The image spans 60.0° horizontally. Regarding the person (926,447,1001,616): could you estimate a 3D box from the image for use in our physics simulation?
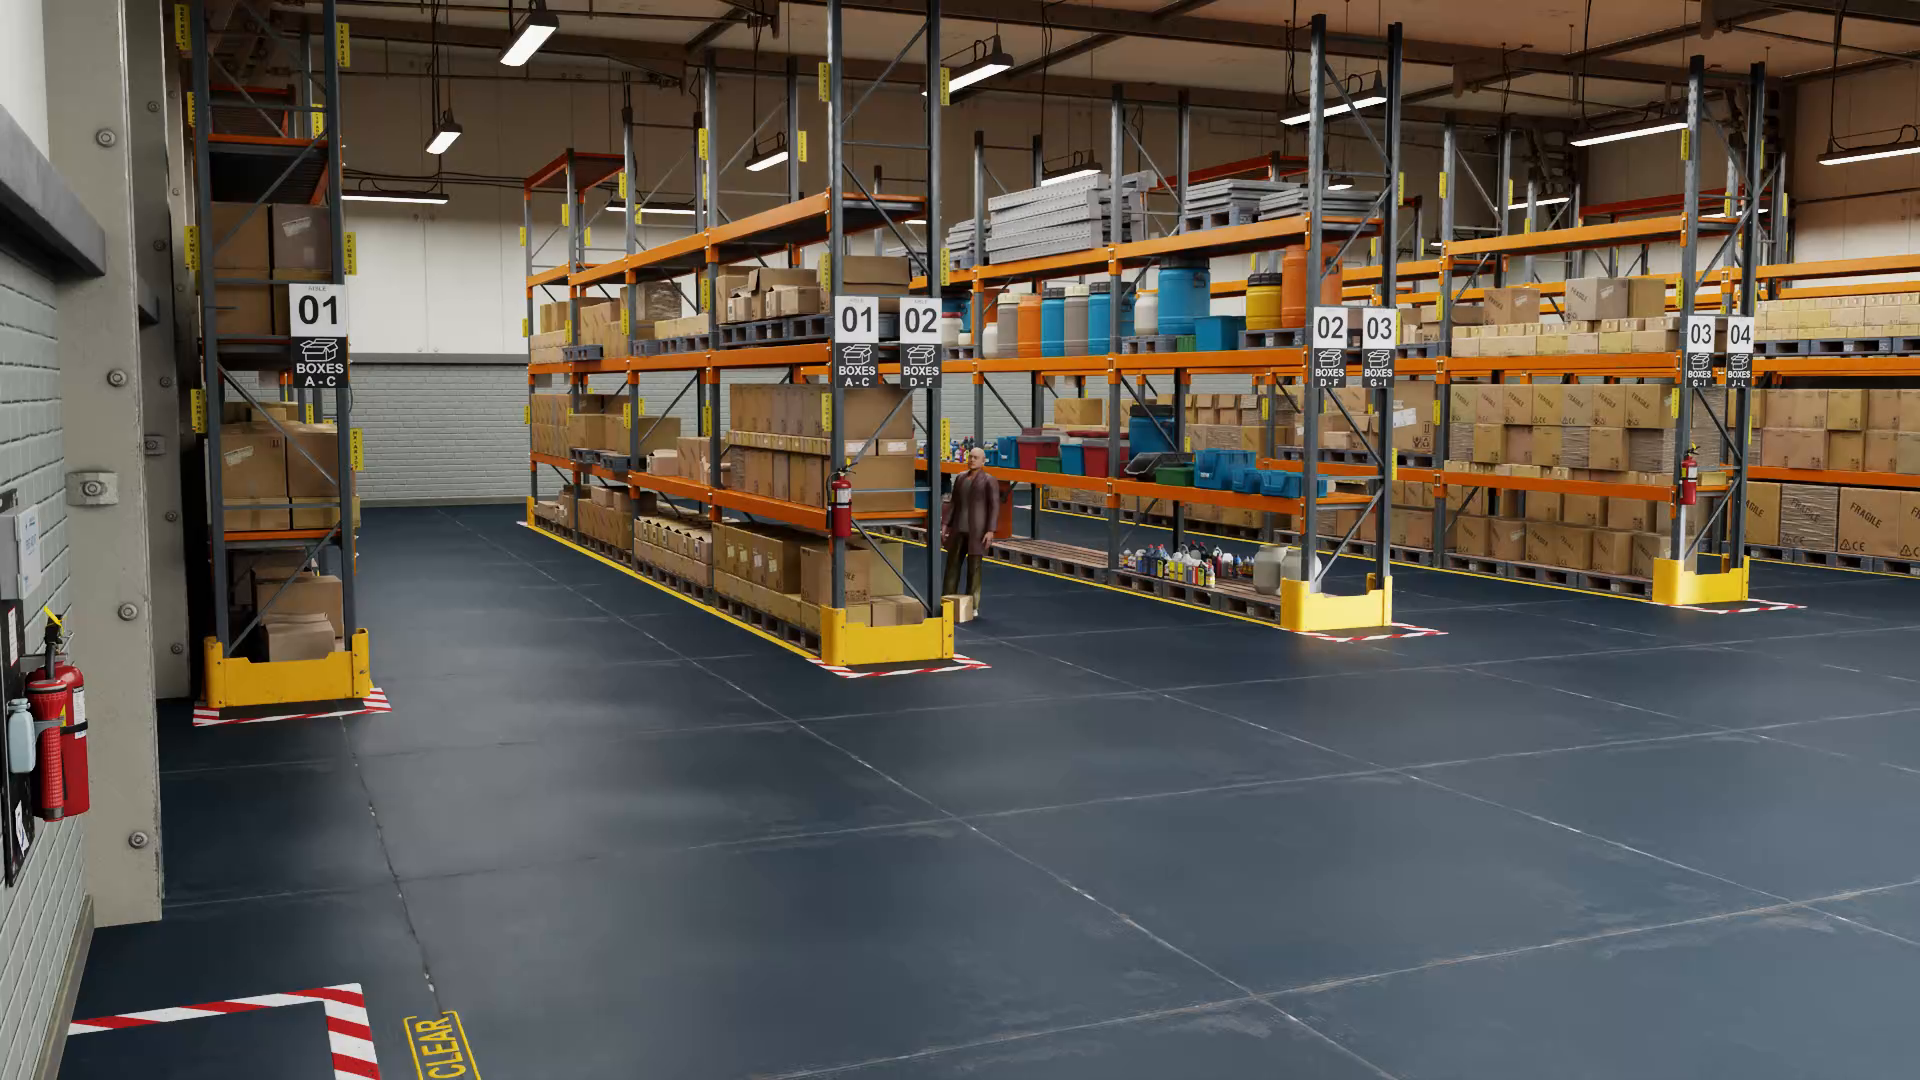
[{"bbox_3d":[0.051,-0.074,17.393,0.698,1.779,0.579,4,6,34],"label":"person"}]
